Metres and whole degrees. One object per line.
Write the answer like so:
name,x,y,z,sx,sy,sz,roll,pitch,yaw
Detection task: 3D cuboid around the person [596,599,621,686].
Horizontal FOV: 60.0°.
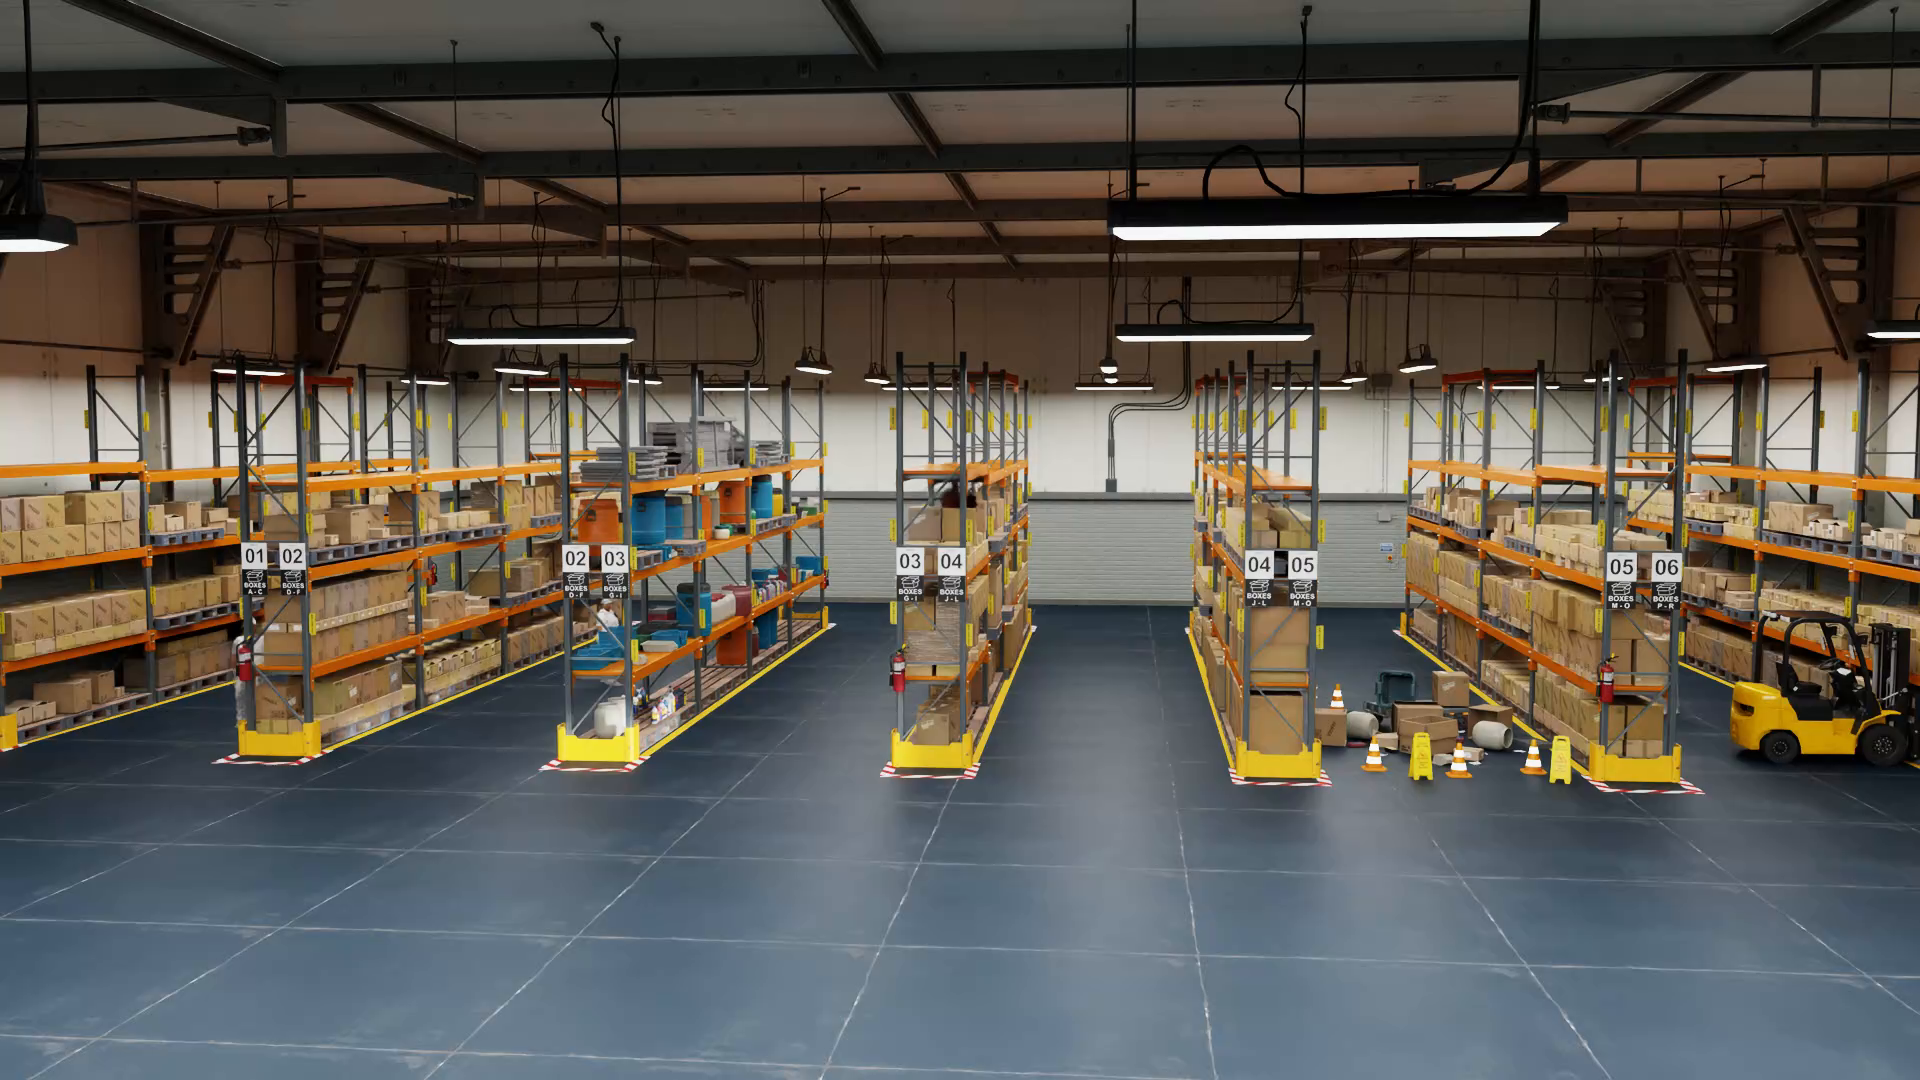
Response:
person,-6.660,1.920,31.732,0.536,1.664,0.516,1,4,14

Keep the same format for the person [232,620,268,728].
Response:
person,-11.762,2.189,27.530,0.632,1.753,0.731,0,4,-6

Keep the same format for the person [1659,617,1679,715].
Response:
person,12.115,2.147,28.524,0.449,1.671,0.474,2,5,26

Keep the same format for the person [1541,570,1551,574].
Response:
person,14.333,1.250,40.497,0.866,1.729,0.599,0,4,1

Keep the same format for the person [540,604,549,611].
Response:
person,-10.819,1.159,42.342,1.044,1.612,0.589,0,4,6
